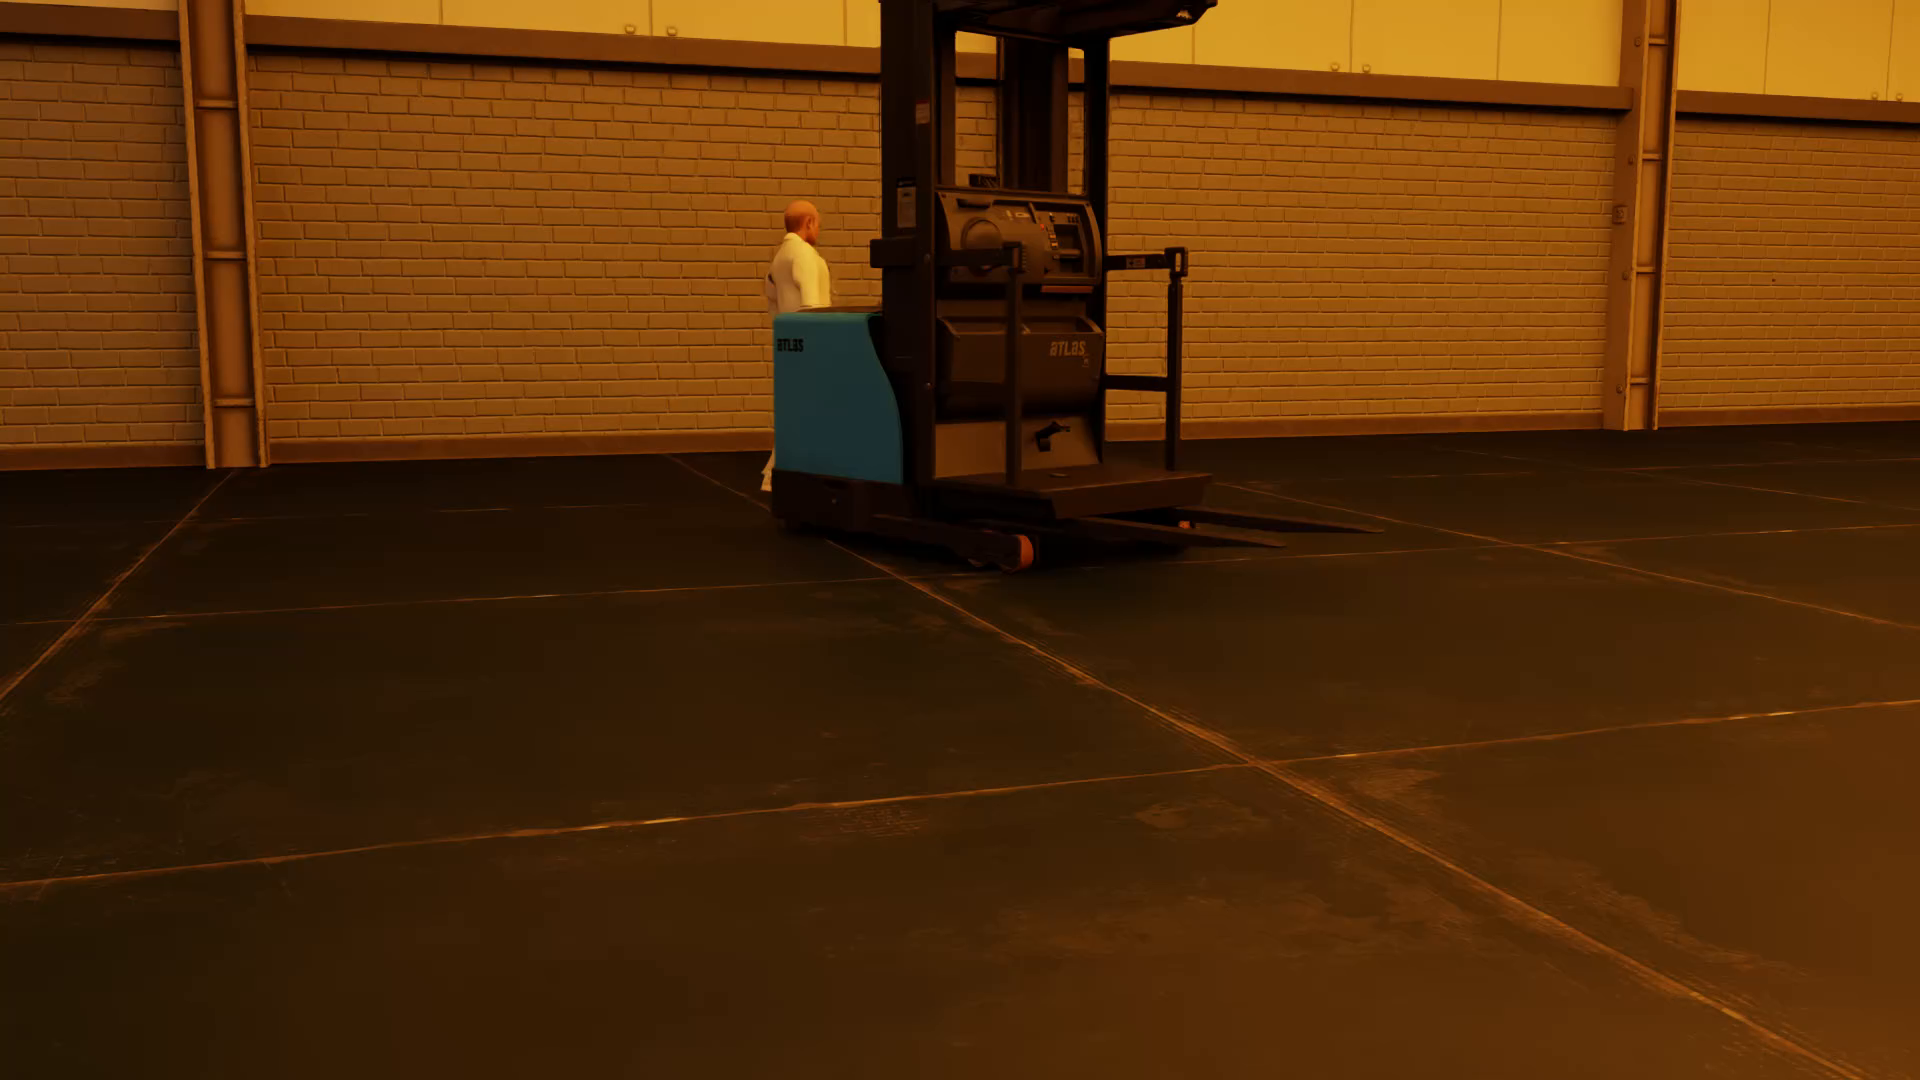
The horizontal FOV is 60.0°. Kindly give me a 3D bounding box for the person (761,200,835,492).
[{"bbox_3d":[-0.848,-1.075,9.371,0.572,1.658,0.942,-3,8,-20],"label":"person"}]

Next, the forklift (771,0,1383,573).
[{"bbox_3d":[0.417,-1.391,7.277,1.130,2.935,3.031,-7,10,-41],"label":"forklift"}]
